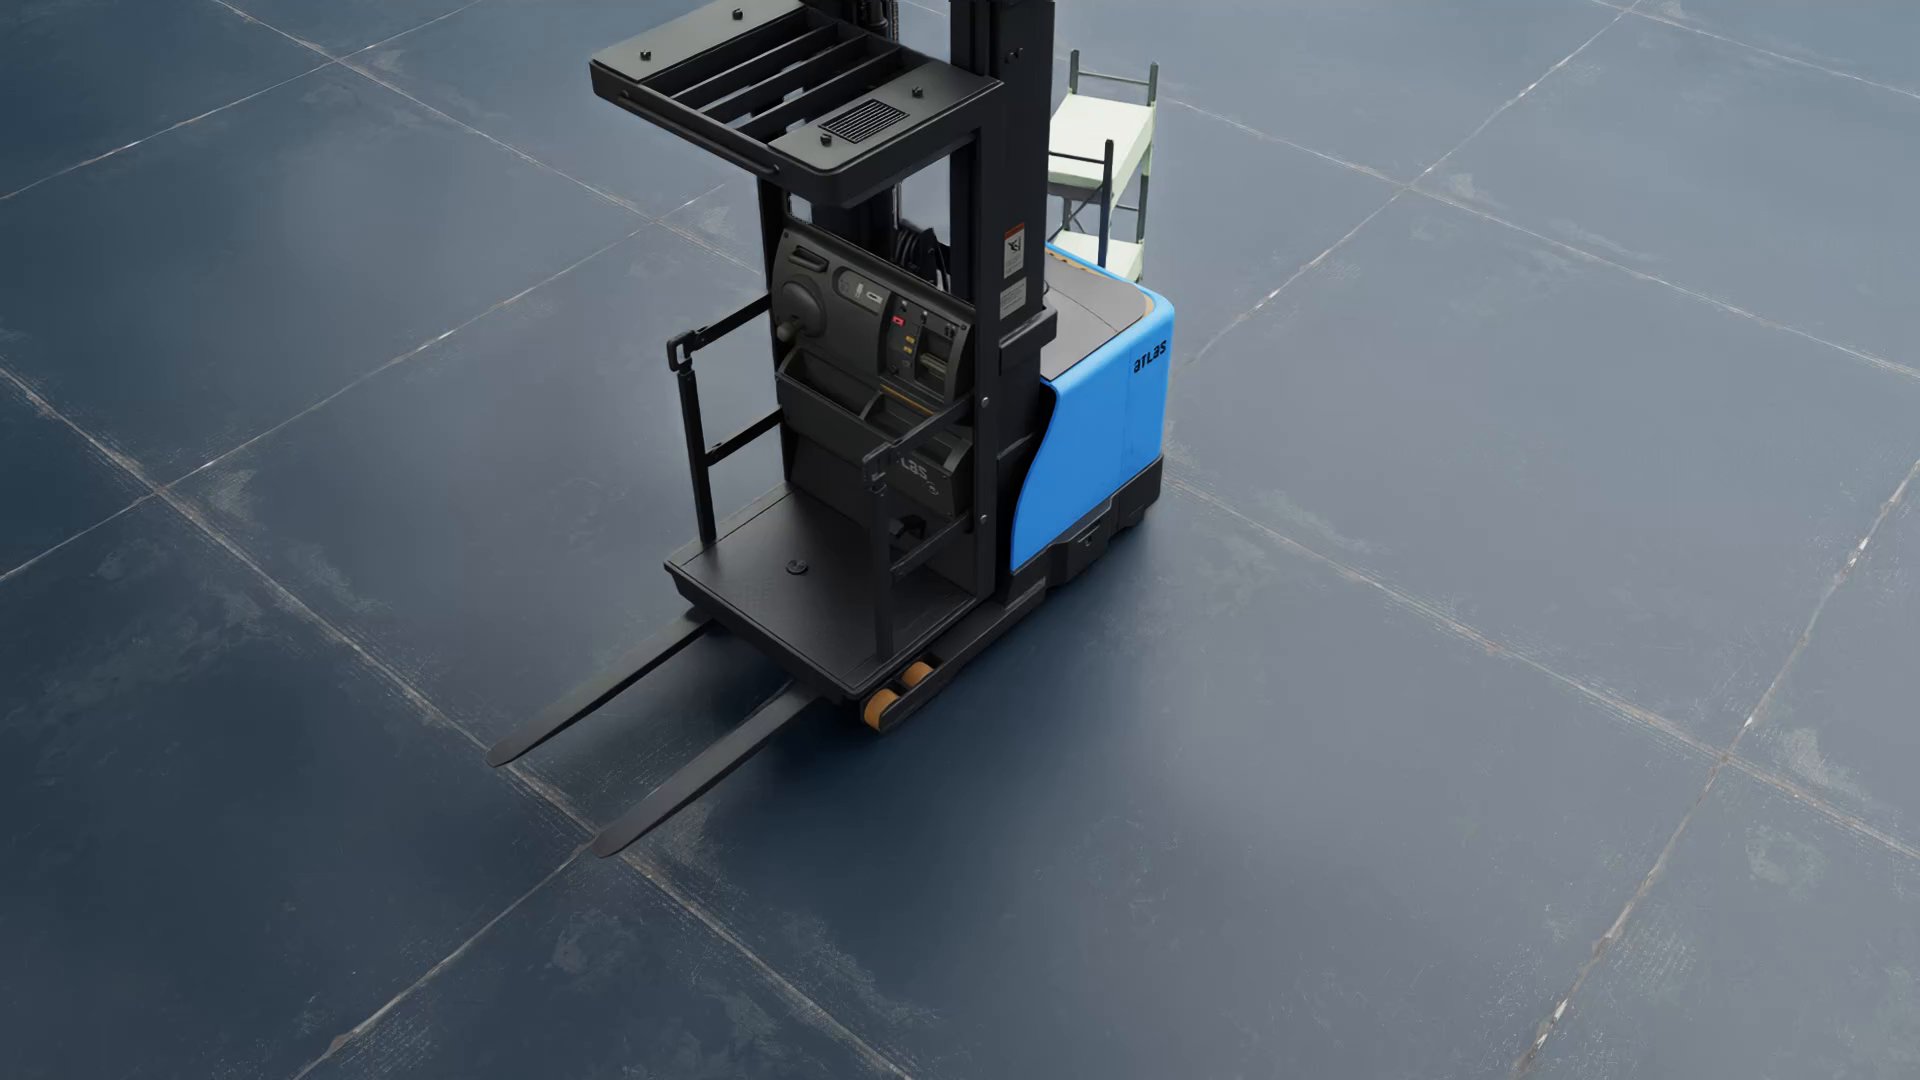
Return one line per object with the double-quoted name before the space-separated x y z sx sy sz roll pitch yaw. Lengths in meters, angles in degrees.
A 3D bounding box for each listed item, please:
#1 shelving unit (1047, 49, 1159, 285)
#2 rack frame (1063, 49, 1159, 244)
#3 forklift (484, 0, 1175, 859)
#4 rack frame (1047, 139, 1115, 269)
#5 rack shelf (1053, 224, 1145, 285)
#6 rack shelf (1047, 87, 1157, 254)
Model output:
"shelving unit" 0.565 -1.356 7.627 0.431 1.500 0.755 13 44 14
"rack frame" 0.687 -1.589 7.882 0.400 1.500 0.023 13 44 14
"forklift" -0.472 -0.731 5.876 1.130 2.935 3.031 31 51 30
"rack frame" 0.443 -1.124 7.372 0.400 1.500 0.023 13 44 14
"rack shelf" 0.565 -1.115 7.846 0.431 0.370 0.720 13 44 14
"rack shelf" 0.565 -1.645 7.364 0.431 0.370 0.720 13 44 14
